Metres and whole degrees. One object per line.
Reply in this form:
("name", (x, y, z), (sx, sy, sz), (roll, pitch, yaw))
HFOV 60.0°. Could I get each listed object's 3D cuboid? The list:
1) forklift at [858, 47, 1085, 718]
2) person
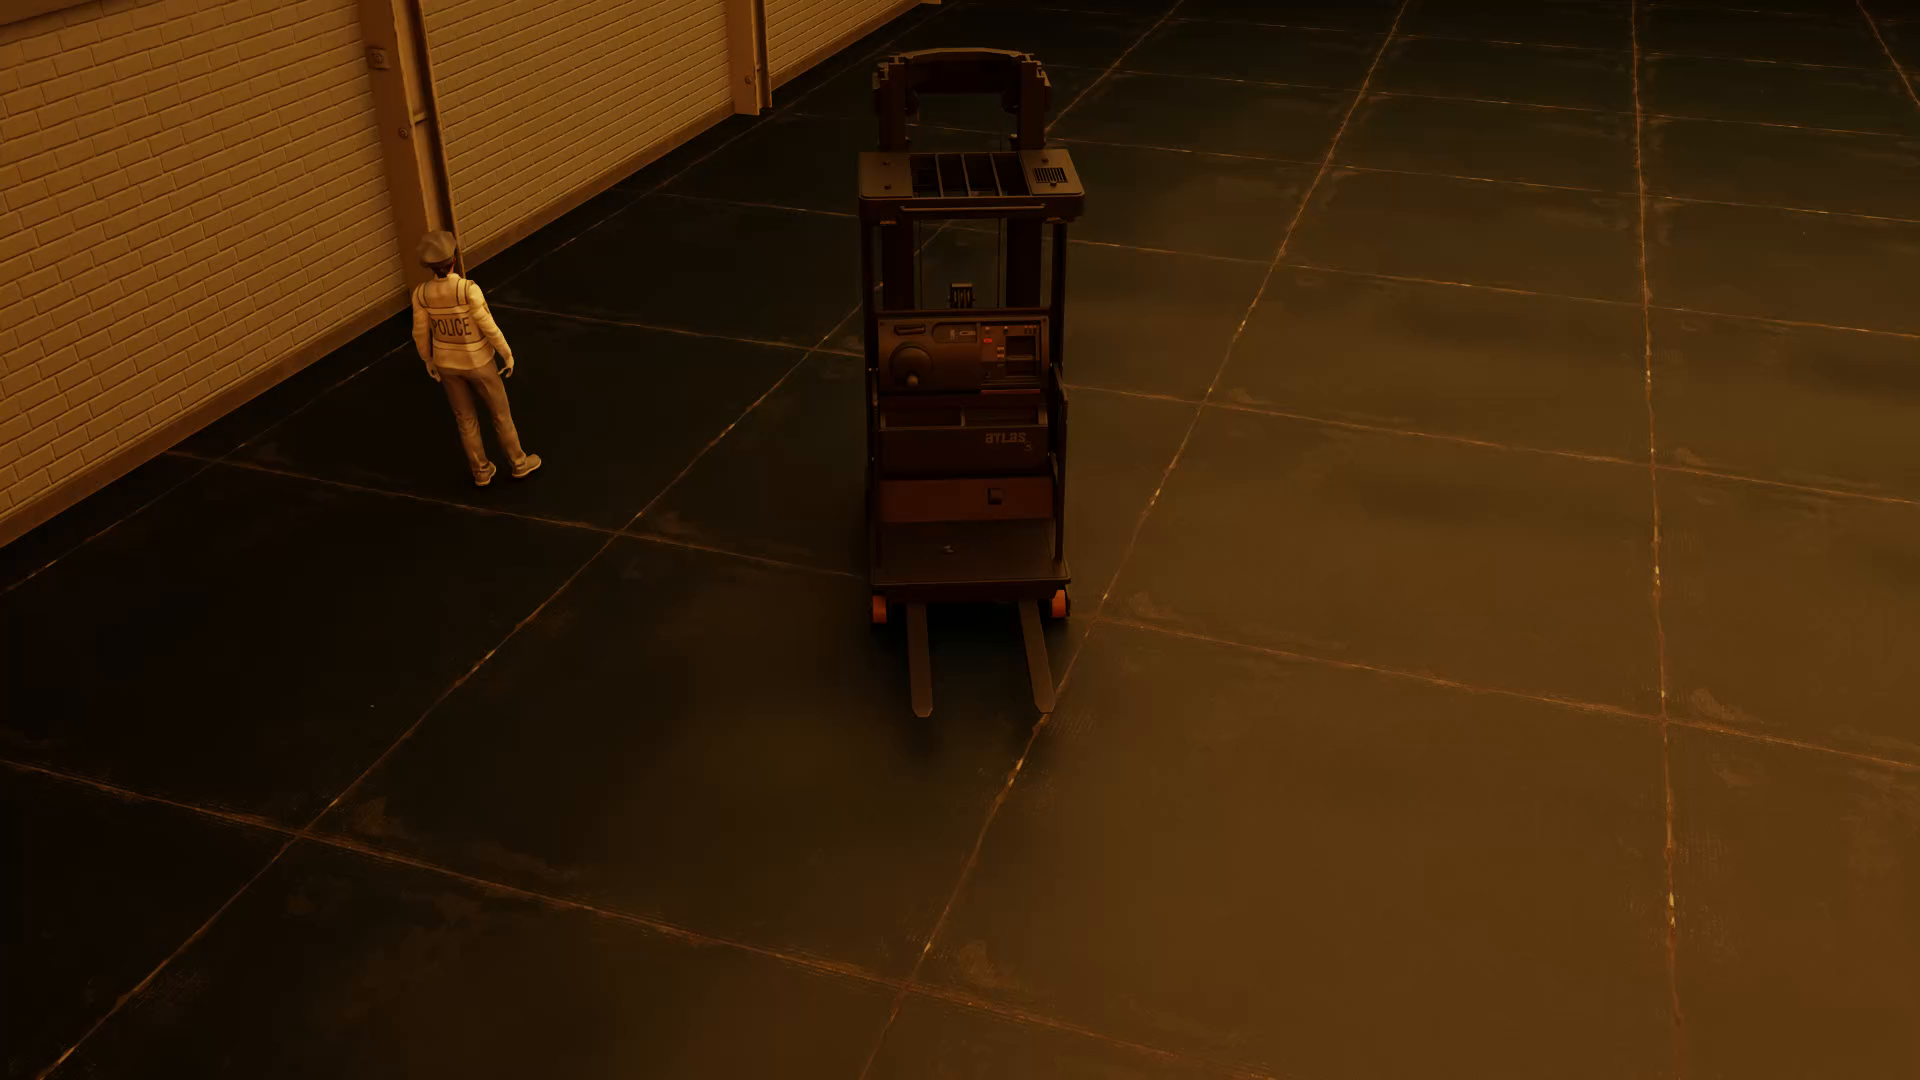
("forklift", (0.035, -0.972, 8.842), (1.130, 2.935, 3.031), (-2, 30, -3))
("person", (-3.059, -1.136, 10.362), (0.586, 1.696, 0.533), (2, 30, 3))
